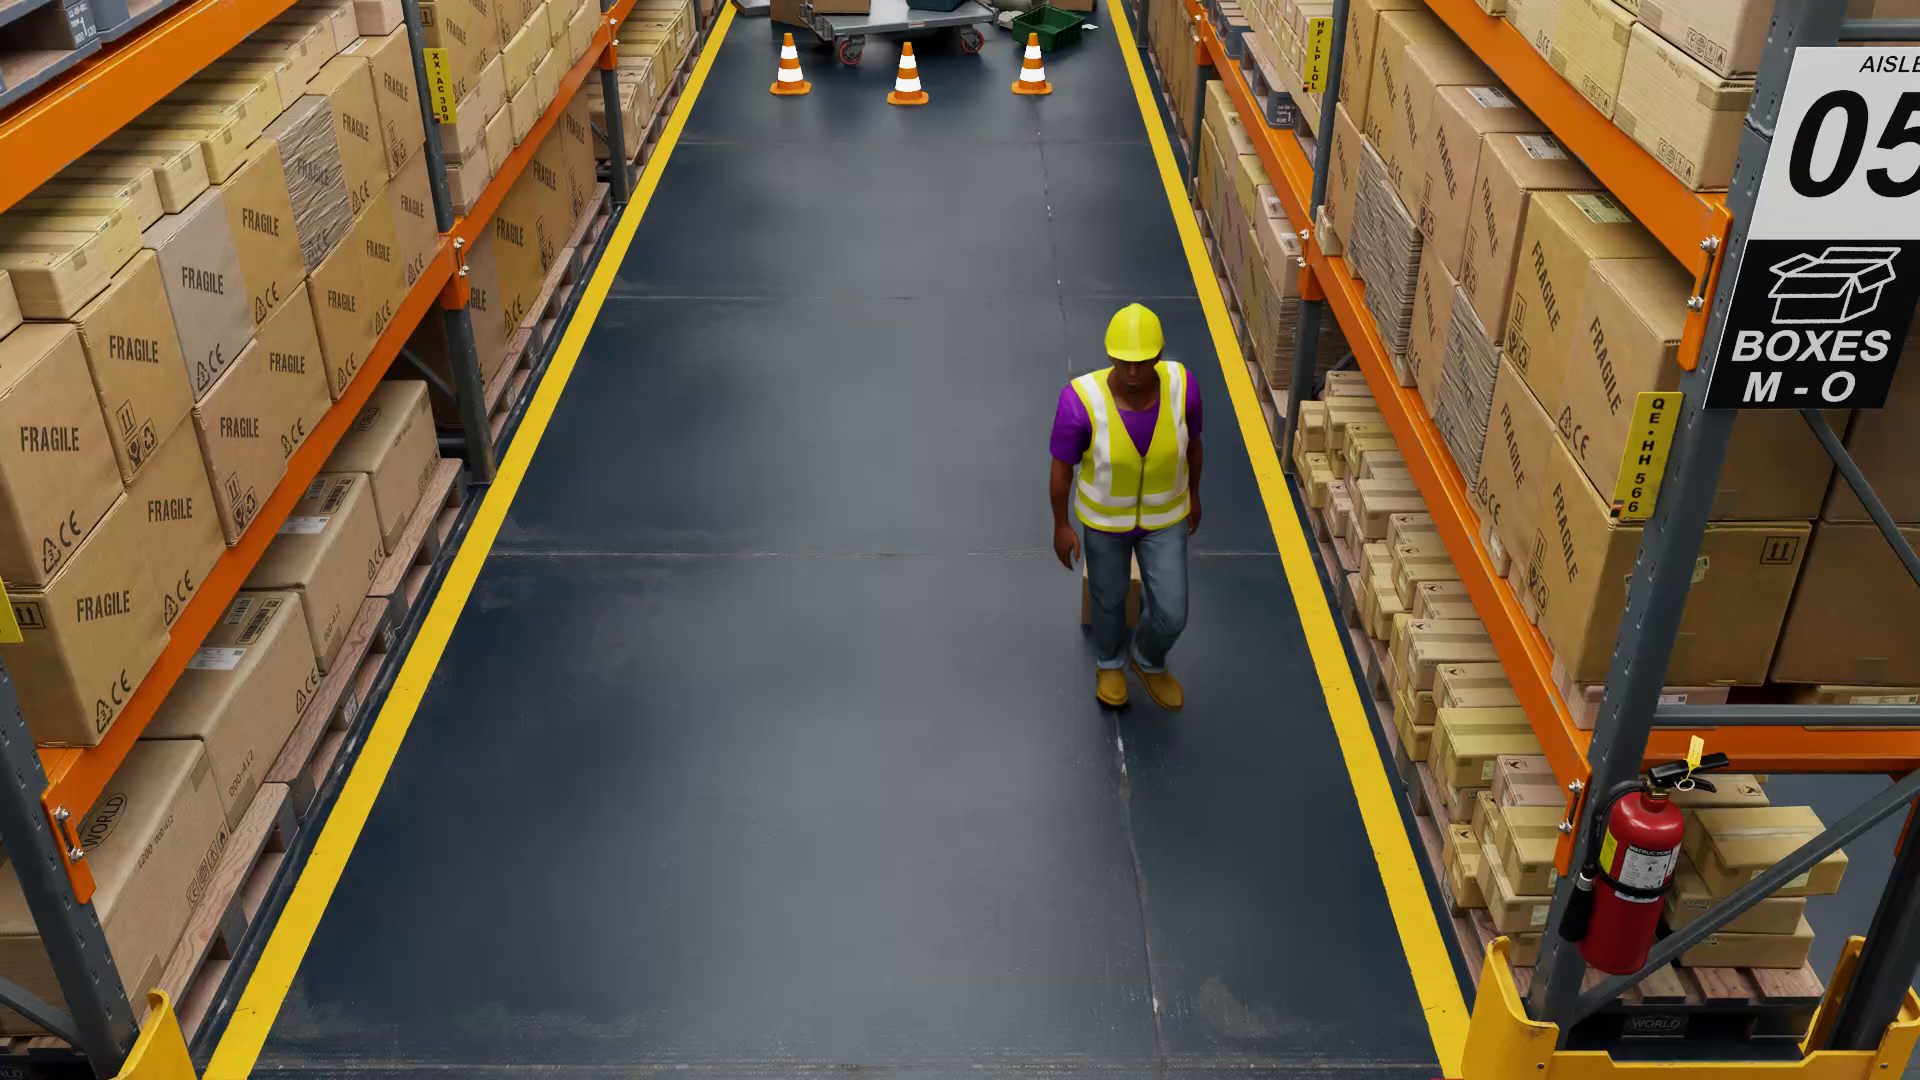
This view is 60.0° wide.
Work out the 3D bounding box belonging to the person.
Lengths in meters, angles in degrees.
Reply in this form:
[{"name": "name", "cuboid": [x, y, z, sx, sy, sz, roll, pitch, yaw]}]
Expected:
[{"name": "person", "cuboid": [0.628, -0.098, 6.236, 0.609, 1.744, 0.523, -2, 31, -3]}]
